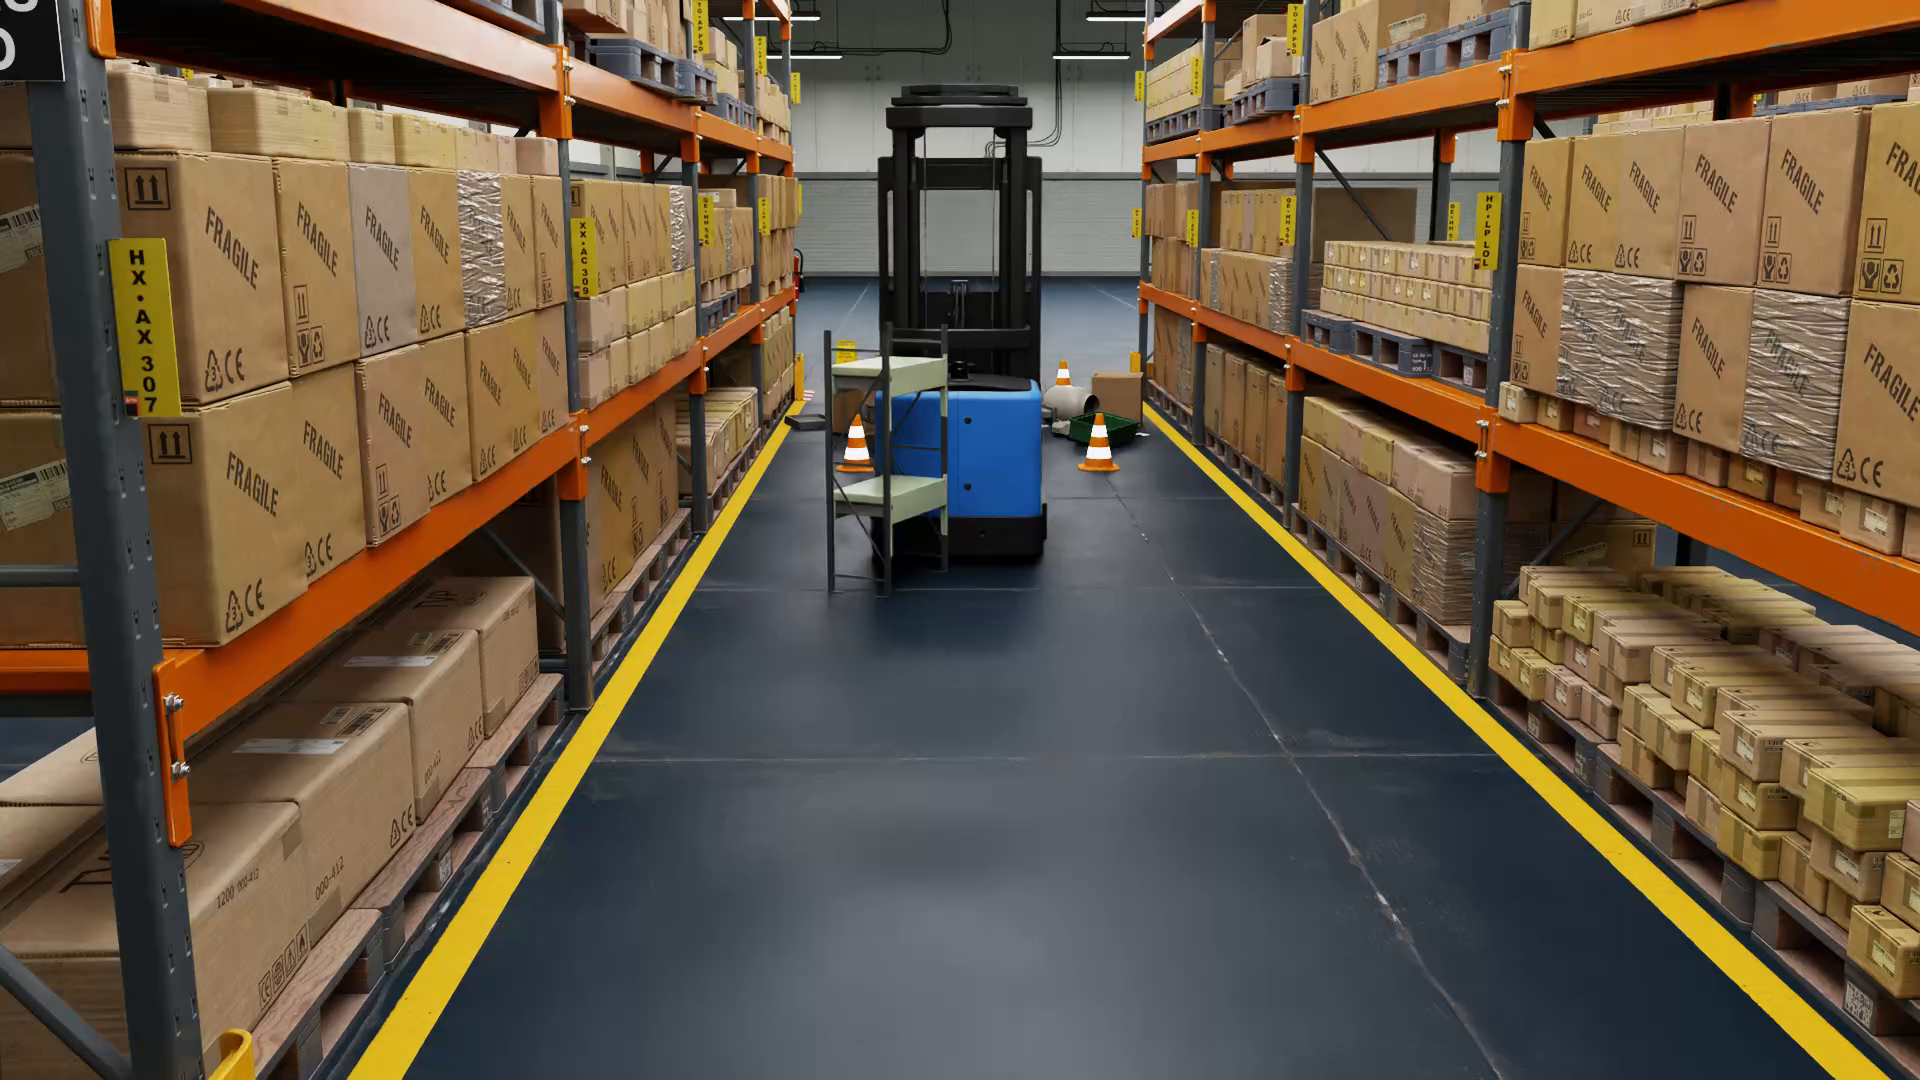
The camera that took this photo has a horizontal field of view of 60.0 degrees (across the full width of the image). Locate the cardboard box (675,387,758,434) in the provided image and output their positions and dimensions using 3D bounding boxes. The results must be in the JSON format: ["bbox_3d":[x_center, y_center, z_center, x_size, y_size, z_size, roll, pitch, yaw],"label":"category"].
[{"bbox_3d":[-2.283,-1.123,14.601,0.950,0.372,0.625,0,11,0],"label":"cardboard box"}]

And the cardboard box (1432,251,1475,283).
[{"bbox_3d":[2.597,-1.369,8.343,0.380,0.149,0.250,0,11,-1],"label":"cardboard box"}]

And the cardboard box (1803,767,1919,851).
[{"bbox_3d":[2.554,0.731,4.531,0.380,0.149,0.250,0,11,-2],"label":"cardboard box"}]

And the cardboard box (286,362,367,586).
[{"bbox_3d":[-1.809,-0.169,4.099,0.500,0.500,0.500,0,11,-2],"label":"cardboard box"}]

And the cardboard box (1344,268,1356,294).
[{"bbox_3d":[2.559,-1.579,10.124,0.380,0.149,0.250,-1,11,-3],"label":"cardboard box"}]

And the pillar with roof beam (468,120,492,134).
[{"bbox_3d":[-4.172,-8.284,29.259,9.100,9.000,0.400,0,11,-1],"label":"pillar with roof beam"}]

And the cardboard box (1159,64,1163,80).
[{"bbox_3d":[2.277,-4.867,17.280,0.380,0.149,0.250,0,11,-2],"label":"cardboard box"}]

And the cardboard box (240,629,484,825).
[{"bbox_3d":[-2.206,0.635,5.775,0.875,0.438,0.875,-1,11,-3],"label":"cardboard box"}]

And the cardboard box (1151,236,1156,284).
[{"bbox_3d":[2.621,-3.144,18.636,0.875,0.550,0.550,0,11,-1],"label":"cardboard box"}]

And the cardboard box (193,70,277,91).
[{"bbox_3d":[-7.194,-4.451,16.342,0.797,0.503,0.637,0,11,1],"label":"cardboard box"}]

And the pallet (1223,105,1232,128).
[{"bbox_3d":[2.719,-3.543,13.918,0.805,0.209,1.217,-1,11,-3],"label":"pallet"}]

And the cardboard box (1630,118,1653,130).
[{"bbox_3d":[7.304,-4.243,17.264,0.500,0.250,0.500,0,11,-1],"label":"cardboard box"}]

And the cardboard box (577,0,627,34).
[{"bbox_3d":[-1.807,-2.533,7.987,0.380,0.166,0.250,-1,12,-5],"label":"cardboard box"}]

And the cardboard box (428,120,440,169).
[{"bbox_3d":[-1.823,-1.212,5.093,0.380,0.149,0.250,0,11,-1],"label":"cardboard box"}]

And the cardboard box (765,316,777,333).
[{"bbox_3d":[-1.993,-2.098,16.199,0.380,0.149,0.250,0,11,1],"label":"cardboard box"}]

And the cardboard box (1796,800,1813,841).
[{"bbox_3d":[2.687,0.821,4.835,0.380,0.149,0.250,0,11,-2],"label":"cardboard box"}]

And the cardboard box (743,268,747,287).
[{"bbox_3d":[-1.981,-2.187,13.869,0.380,0.149,0.250,0,11,-2],"label":"cardboard box"}]

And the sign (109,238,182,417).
[{"bbox_3d":[-1.493,-0.388,3.049,0.100,0.325,0.005,0,11,-1],"label":"sign"}]

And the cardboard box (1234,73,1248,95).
[{"bbox_3d":[2.420,-3.671,13.391,0.380,0.149,0.250,0,11,-1],"label":"cardboard box"}]

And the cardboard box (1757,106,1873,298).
[{"bbox_3d":[2.610,-0.943,4.647,0.500,0.500,0.500,0,11,2],"label":"cardboard box"}]

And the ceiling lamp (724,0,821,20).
[{"bbox_3d":[-3.831,-12.145,33.612,2.000,3.185,0.800,0,11,-1],"label":"ceiling lamp"}]

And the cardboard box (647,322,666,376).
[{"bbox_3d":[-1.884,-1.038,9.008,0.500,0.250,0.500,0,11,-2],"label":"cardboard box"}]

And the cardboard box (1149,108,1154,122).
[{"bbox_3d":[2.261,-4.626,18.097,0.380,0.149,0.250,0,11,-1],"label":"cardboard box"}]

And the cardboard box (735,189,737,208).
[{"bbox_3d":[-2.034,-2.800,13.627,0.380,0.149,0.250,-1,11,-3],"label":"cardboard box"}]

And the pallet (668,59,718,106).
[{"bbox_3d":[-2.147,-2.763,10.067,1.213,0.211,1.003,0,11,1],"label":"pallet"}]

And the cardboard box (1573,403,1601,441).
[{"bbox_3d":[2.632,-0.474,6.485,0.380,0.149,0.250,-1,11,-4],"label":"cardboard box"}]

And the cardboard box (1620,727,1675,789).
[{"bbox_3d":[2.570,0.764,5.864,0.380,0.149,0.250,-1,11,-3],"label":"cardboard box"}]

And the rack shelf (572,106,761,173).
[{"bbox_3d":[-2.255,-3.029,12.709,1.077,0.370,4.000,0,11,-1],"label":"rack shelf"}]

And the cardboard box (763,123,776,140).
[{"bbox_3d":[-1.996,-3.975,16.197,0.380,0.149,0.250,0,11,-2],"label":"cardboard box"}]

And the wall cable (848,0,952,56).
[{"bbox_3d":[-1.788,-15.642,49.193,3.097,2.526,0.112,0,11,-1],"label":"wall cable"}]

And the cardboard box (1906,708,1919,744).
[{"bbox_3d":[3.140,0.621,5.070,0.380,0.149,0.250,0,11,1],"label":"cardboard box"}]

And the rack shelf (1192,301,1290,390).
[{"bbox_3d":[2.692,-1.599,13.206,1.077,0.370,4.000,0,11,-1],"label":"rack shelf"}]

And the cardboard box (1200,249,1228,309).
[{"bbox_3d":[2.392,-2.293,14.564,0.500,0.500,0.500,0,11,-1],"label":"cardboard box"}]

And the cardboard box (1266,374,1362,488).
[{"bbox_3d":[2.811,-0.779,11.956,1.050,0.750,0.750,0,11,-2],"label":"cardboard box"}]

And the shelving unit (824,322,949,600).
[{"bbox_3d":[-0.415,-0.483,9.668,0.431,1.500,0.755,5,13,25],"label":"shelving unit"}]

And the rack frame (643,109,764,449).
[{"bbox_3d":[-2.296,-2.309,14.895,1.000,3.000,0.127,0,11,-1],"label":"rack frame"}]

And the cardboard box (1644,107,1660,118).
[{"bbox_3d":[7.296,-4.422,17.143,0.380,0.149,0.250,-1,11,-4],"label":"cardboard box"}]

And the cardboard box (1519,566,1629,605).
[{"bbox_3d":[2.616,0.210,7.097,0.380,0.149,0.250,0,11,1],"label":"cardboard box"}]

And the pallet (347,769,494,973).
[{"bbox_3d":[-2.165,1.043,5.389,1.003,0.211,1.213,0,11,-1],"label":"pallet"}]

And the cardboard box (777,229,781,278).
[{"bbox_3d":[-2.088,-2.892,16.771,0.500,0.500,0.500,0,11,0],"label":"cardboard box"}]

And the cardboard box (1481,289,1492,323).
[{"bbox_3d":[2.610,-1.066,7.595,0.380,0.149,0.250,0,11,1],"label":"cardboard box"}]

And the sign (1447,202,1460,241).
[{"bbox_3d":[3.276,-2.087,11.088,0.100,0.325,0.005,0,11,-1],"label":"sign"}]

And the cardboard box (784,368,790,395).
[{"bbox_3d":[-2.090,-1.700,17.752,0.500,0.250,0.500,0,11,-1],"label":"cardboard box"}]

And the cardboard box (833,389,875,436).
[{"bbox_3d":[-0.958,-1.304,16.221,0.500,0.500,0.500,9,15,38],"label":"cardboard box"}]

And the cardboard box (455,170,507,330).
[{"bbox_3d":[-1.823,-0.963,5.495,0.500,0.500,0.500,0,11,0],"label":"cardboard box"}]

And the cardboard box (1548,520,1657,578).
[{"bbox_3d":[3.066,0.112,8.192,0.500,0.500,0.500,0,11,1],"label":"cardboard box"}]

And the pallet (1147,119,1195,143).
[{"bbox_3d":[2.594,-4.424,17.998,1.003,0.211,1.213,0,11,-1],"label":"pallet"}]

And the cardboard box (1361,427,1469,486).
[{"bbox_3d":[2.525,-0.462,9.134,0.500,0.250,0.500,-1,11,-4],"label":"cardboard box"}]

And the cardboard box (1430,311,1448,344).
[{"bbox_3d":[2.596,-1.071,8.369,0.380,0.149,0.250,-1,11,-4],"label":"cardboard box"}]

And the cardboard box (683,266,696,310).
[{"bbox_3d":[-1.950,-1.590,10.472,0.500,0.250,0.500,0,11,-1],"label":"cardboard box"}]

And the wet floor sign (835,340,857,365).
[{"bbox_3d":[-1.313,-1.992,19.256,0.267,0.644,0.232,4,12,18],"label":"wet floor sign"}]

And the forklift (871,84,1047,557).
[{"bbox_3d":[0.002,-1.573,11.442,1.130,2.935,3.031,0,11,0],"label":"forklift"}]

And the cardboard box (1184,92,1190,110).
[{"bbox_3d":[2.311,-4.124,15.620,0.380,0.149,0.250,0,11,0],"label":"cardboard box"}]

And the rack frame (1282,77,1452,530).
[{"bbox_3d":[2.733,-1.554,11.175,1.000,3.000,0.127,0,11,-1],"label":"rack frame"}]

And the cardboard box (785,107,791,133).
[{"bbox_3d":[-2.099,-4.546,18.006,0.500,0.250,0.500,0,11,-2],"label":"cardboard box"}]
